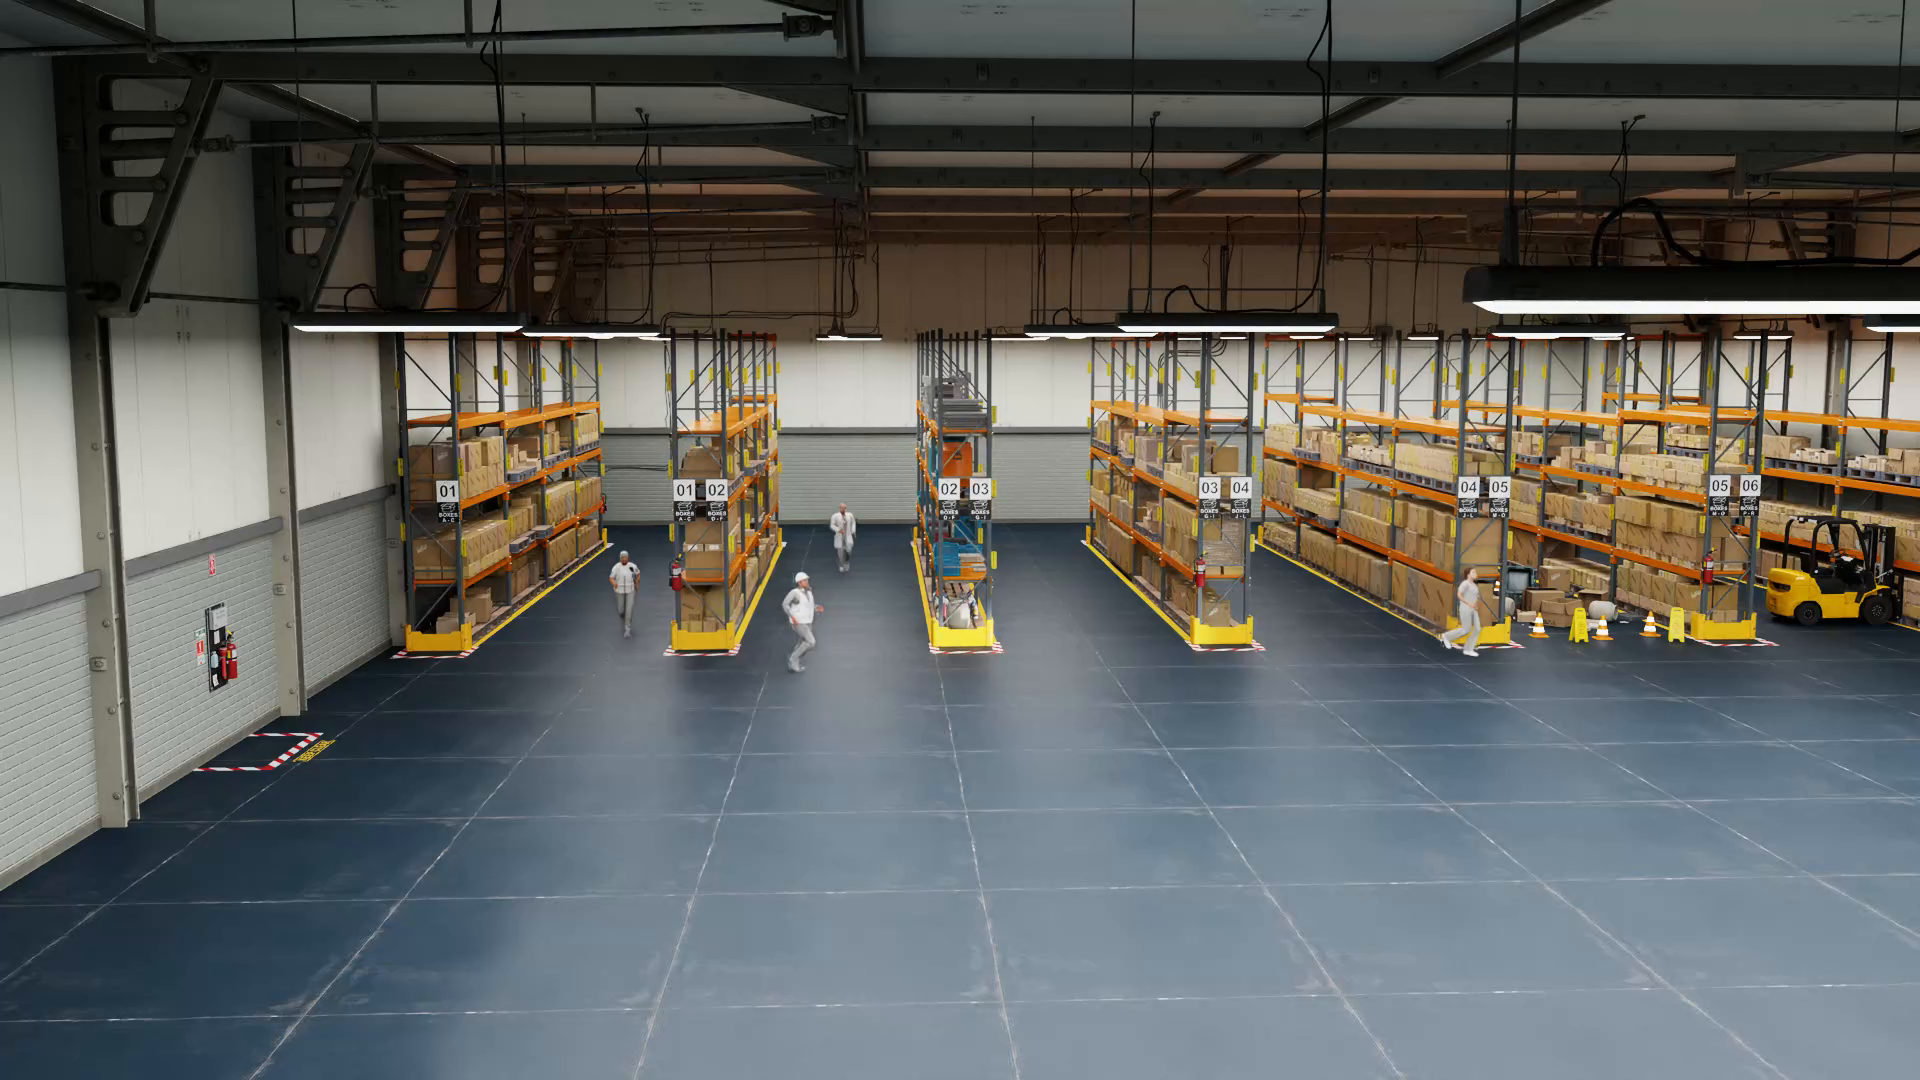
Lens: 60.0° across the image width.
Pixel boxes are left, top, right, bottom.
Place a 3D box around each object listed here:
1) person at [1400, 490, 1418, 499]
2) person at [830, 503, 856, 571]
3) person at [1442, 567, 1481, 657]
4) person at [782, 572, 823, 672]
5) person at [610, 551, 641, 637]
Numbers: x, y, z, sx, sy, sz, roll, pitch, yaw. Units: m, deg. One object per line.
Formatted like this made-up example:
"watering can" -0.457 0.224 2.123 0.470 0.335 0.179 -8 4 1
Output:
"person" 13.268 -0.932 49.394 0.742 1.782 0.657 0 7 -2
"person" -2.913 -0.057 41.645 0.680 1.737 0.785 -2 7 -13
"person" 9.349 1.301 30.757 0.592 1.635 0.727 -6 9 -44
"person" -2.710 1.430 29.067 0.639 1.744 0.639 3 7 25
"person" -6.627 1.048 32.945 0.607 1.657 0.841 -1 7 -9
